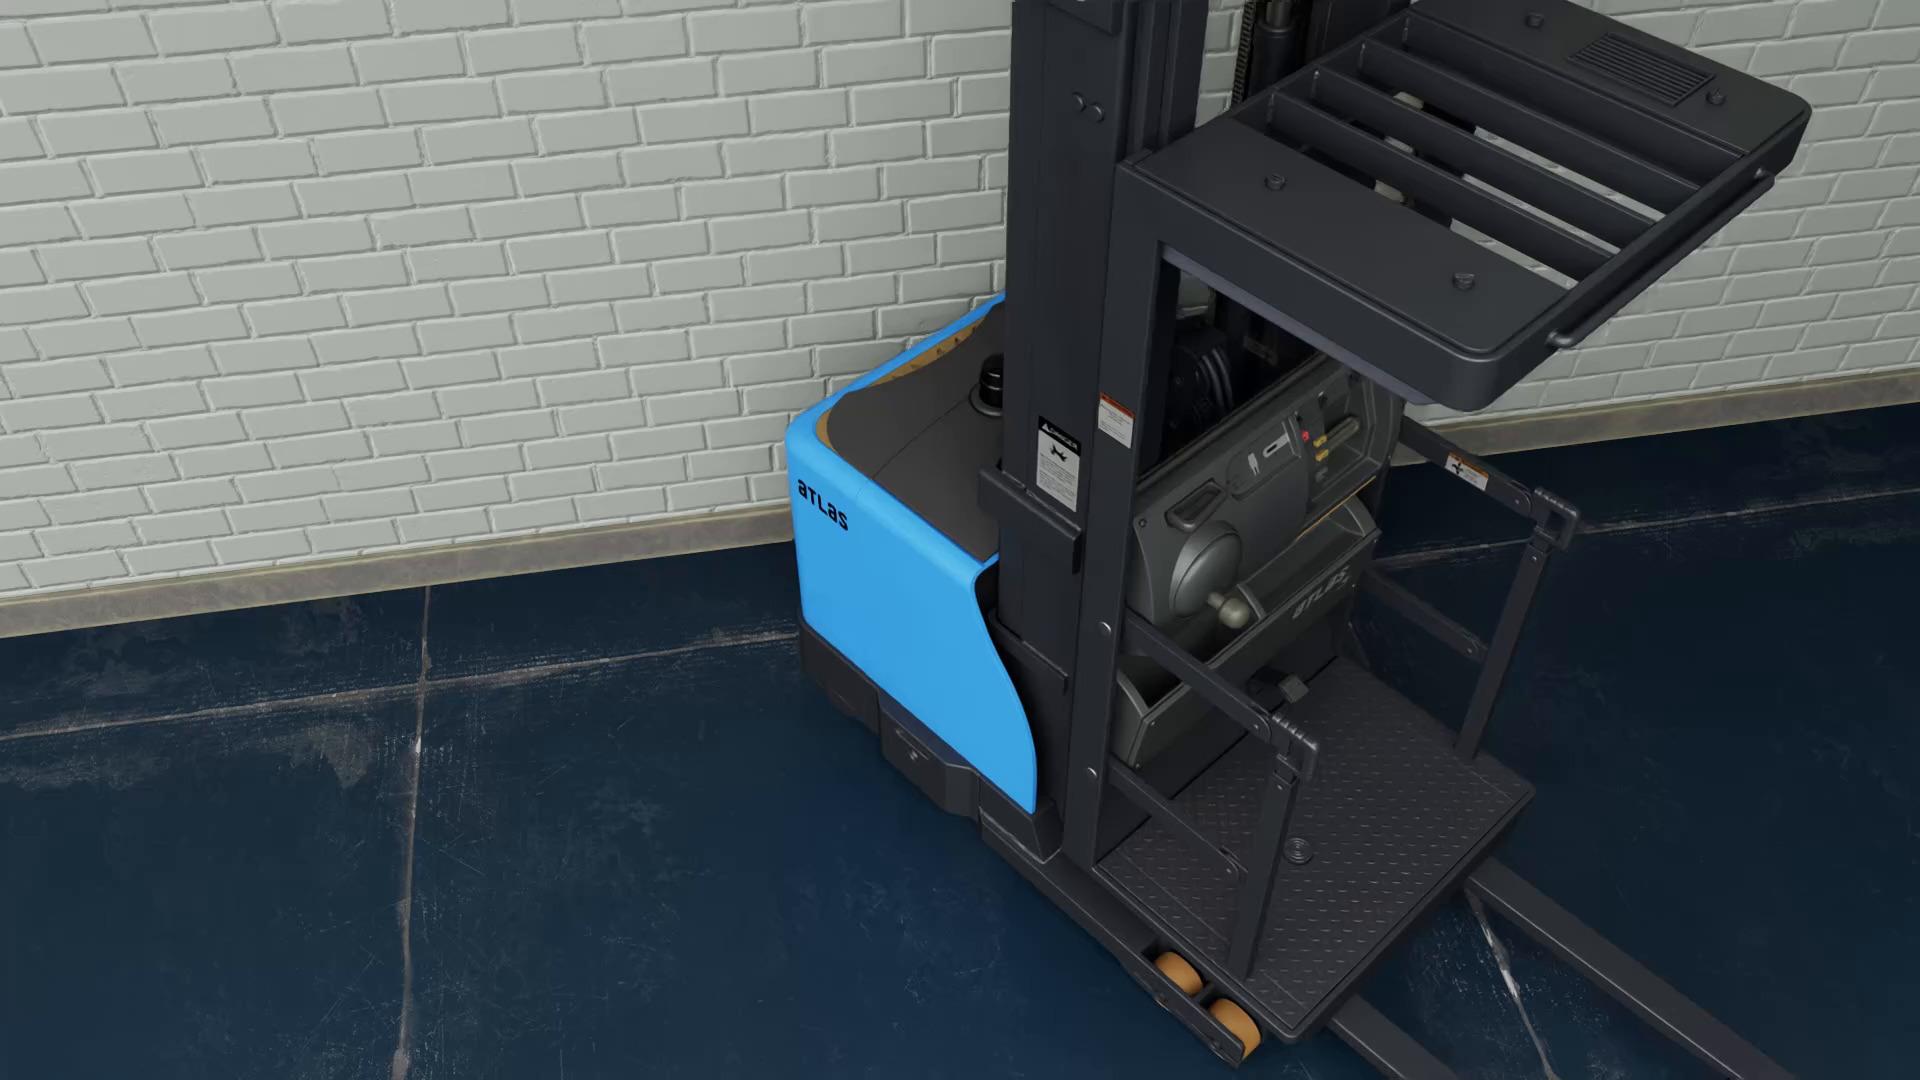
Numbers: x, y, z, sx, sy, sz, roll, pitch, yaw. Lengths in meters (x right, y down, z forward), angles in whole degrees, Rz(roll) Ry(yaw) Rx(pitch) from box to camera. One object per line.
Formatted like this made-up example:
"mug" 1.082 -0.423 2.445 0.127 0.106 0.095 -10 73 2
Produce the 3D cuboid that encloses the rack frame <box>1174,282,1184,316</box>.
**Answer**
"rack frame" 0.673 -0.419 5.445 0.006 0.900 0.240 -8 46 -13

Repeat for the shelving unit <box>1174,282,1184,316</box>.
"shelving unit" 0.574 -0.405 5.423 0.210 0.900 0.258 -8 46 -13

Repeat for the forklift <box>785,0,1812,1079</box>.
"forklift" 0.879 -0.060 3.773 1.130 2.935 3.031 -34 55 -29
